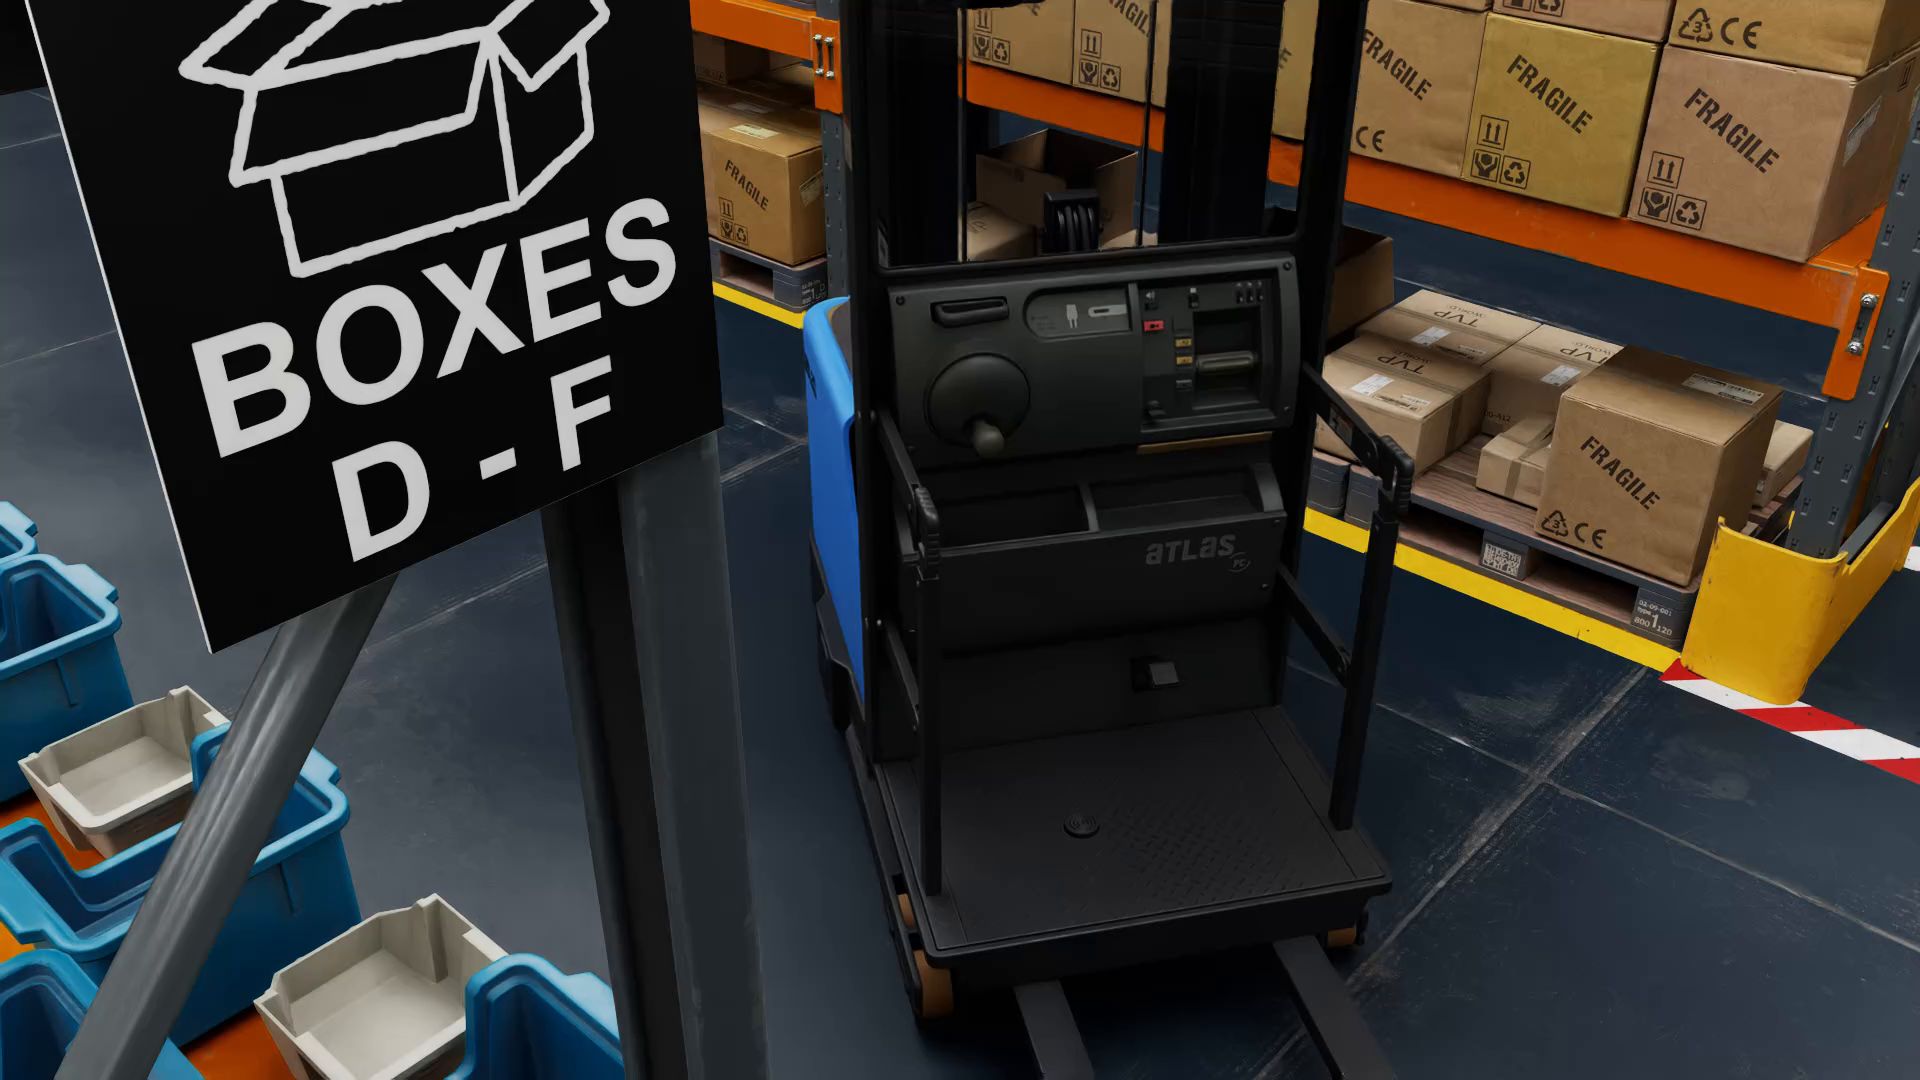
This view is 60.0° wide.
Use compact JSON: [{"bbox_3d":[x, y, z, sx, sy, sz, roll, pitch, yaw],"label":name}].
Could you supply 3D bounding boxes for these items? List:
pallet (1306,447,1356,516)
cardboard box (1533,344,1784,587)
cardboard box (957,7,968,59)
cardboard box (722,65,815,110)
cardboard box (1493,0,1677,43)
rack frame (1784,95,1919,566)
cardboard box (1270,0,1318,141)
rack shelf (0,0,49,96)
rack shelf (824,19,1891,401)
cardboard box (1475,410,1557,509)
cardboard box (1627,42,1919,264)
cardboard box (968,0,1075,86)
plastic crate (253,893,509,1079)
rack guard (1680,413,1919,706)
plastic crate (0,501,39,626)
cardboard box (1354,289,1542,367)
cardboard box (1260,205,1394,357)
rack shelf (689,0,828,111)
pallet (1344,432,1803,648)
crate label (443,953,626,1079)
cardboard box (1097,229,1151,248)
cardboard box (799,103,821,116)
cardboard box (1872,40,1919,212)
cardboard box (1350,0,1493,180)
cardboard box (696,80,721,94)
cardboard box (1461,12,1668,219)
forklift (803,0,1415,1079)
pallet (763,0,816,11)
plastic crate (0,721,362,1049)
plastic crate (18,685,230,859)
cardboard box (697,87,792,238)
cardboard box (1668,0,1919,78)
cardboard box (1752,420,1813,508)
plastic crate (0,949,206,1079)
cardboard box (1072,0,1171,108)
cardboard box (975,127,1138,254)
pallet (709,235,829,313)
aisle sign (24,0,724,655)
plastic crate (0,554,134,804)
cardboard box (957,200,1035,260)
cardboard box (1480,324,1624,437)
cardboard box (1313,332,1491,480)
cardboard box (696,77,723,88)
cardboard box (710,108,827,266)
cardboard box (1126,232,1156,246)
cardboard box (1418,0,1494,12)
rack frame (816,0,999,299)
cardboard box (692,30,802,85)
[{"bbox_3d":[1.219,-0.566,6.486,1.213,0.211,1.003,25,39,35],"label":"pallet"},{"bbox_3d":[2.199,-0.248,5.251,0.500,0.500,0.500,25,39,35],"label":"cardboard box"},{"bbox_3d":[-0.004,-2.183,6.371,0.500,0.500,0.500,26,40,36],"label":"cardboard box"},{"bbox_3d":[-0.797,-1.979,8.127,0.500,0.500,0.500,26,39,36],"label":"cardboard box"},{"bbox_3d":[1.877,-1.731,4.651,0.500,0.500,0.500,26,40,36],"label":"cardboard box"},{"bbox_3d":[2.767,-1.037,4.564,0.127,3.000,1.000,25,39,35],"label":"rack frame"},{"bbox_3d":[1.126,-1.658,5.498,0.500,0.500,0.500,24,39,34],"label":"cardboard box"},{"bbox_3d":[-2.042,-0.813,1.981,4.000,0.370,1.077,25,39,35],"label":"rack shelf"},{"bbox_3d":[1.284,-1.421,5.899,4.000,0.370,1.077,25,39,35],"label":"rack shelf"},{"bbox_3d":[1.959,-0.280,5.627,0.250,0.166,0.380,25,39,35],"label":"cardboard box"},{"bbox_3d":[2.252,-1.130,4.622,0.500,0.500,0.500,26,40,36],"label":"cardboard box"},{"bbox_3d":[0.378,-2.007,6.079,0.500,0.500,0.500,26,40,36],"label":"cardboard box"},{"bbox_3d":[-0.704,0.590,2.060,0.298,0.136,0.250,25,39,35],"label":"plastic crate"},{"bbox_3d":[2.711,0.008,5.252,0.348,0.500,1.175,25,39,35],"label":"rack guard"},{"bbox_3d":[-1.720,0.131,2.728,0.300,0.233,0.416,25,39,35],"label":"plastic crate"},{"bbox_3d":[1.813,-0.690,6.227,0.500,0.250,0.500,25,39,35],"label":"cardboard box"},{"bbox_3d":[1.198,-0.892,6.317,0.637,0.503,0.797,25,39,35],"label":"cardboard box"},{"bbox_3d":[-1.681,-2.805,8.198,4.000,0.370,1.077,25,39,35],"label":"rack shelf"},{"bbox_3d":[2.119,-0.144,5.784,1.213,0.211,1.003,25,39,35],"label":"pallet"},{"bbox_3d":[-0.522,0.691,1.798,0.303,0.233,0.416,25,39,35],"label":"crate label"},{"bbox_3d":[0.732,-1.192,7.160,0.250,0.149,0.380,25,39,35],"label":"cardboard box"},{"bbox_3d":[-0.394,-1.799,7.827,0.500,0.500,0.500,23,38,33],"label":"cardboard box"},{"bbox_3d":[2.615,-1.334,4.960,0.500,0.500,0.500,26,40,36],"label":"cardboard box"},{"bbox_3d":[1.499,-1.483,5.209,0.500,0.500,0.500,25,39,35],"label":"cardboard box"},{"bbox_3d":[-1.489,-1.948,8.074,0.500,0.500,0.500,26,39,36],"label":"cardboard box"},{"bbox_3d":[1.865,-1.309,4.918,0.500,0.500,0.500,25,39,35],"label":"cardboard box"},{"bbox_3d":[0.357,-0.353,3.495,1.130,2.935,3.031,-7,32,-11],"label":"forklift"},{"bbox_3d":[-0.718,-2.657,7.441,1.213,0.211,1.003,25,39,35],"label":"pallet"},{"bbox_3d":[-1.010,0.463,2.176,0.300,0.233,0.416,25,39,35],"label":"plastic crate"},{"bbox_3d":[-1.207,0.355,2.450,0.298,0.136,0.250,25,39,35],"label":"plastic crate"},{"bbox_3d":[-1.118,-1.774,7.786,0.500,0.500,0.500,25,39,35],"label":"cardboard box"},{"bbox_3d":[2.253,-1.557,4.361,0.500,0.500,0.500,25,39,35],"label":"cardboard box"},{"bbox_3d":[2.687,-0.280,5.644,0.250,0.149,0.380,25,39,35],"label":"cardboard box"},{"bbox_3d":[-0.933,0.771,1.469,0.499,0.435,0.616,25,39,35],"label":"plastic crate"},{"bbox_3d":[0.748,-1.833,5.790,0.500,0.500,0.500,25,39,35],"label":"cardboard box"},{"bbox_3d":[0.414,-1.450,7.247,0.500,0.500,0.500,25,39,35],"label":"cardboard box"},{"bbox_3d":[-0.827,-1.493,8.026,1.213,0.211,1.003,25,39,35],"label":"pallet"},{"bbox_3d":[-0.307,-0.346,0.896,0.004,0.787,0.394,25,39,35],"label":"aisle sign"},{"bbox_3d":[-1.498,0.235,2.555,0.300,0.233,0.416,25,39,35],"label":"plastic crate"},{"bbox_3d":[-0.033,-1.229,7.064,0.500,0.311,0.500,25,39,35],"label":"cardboard box"},{"bbox_3d":[2.184,-0.517,5.939,0.500,0.250,0.500,25,39,35],"label":"cardboard box"},{"bbox_3d":[1.514,-0.481,5.881,0.500,0.250,0.500,25,39,35],"label":"cardboard box"},{"bbox_3d":[-1.162,-2.155,8.419,0.500,0.500,0.500,26,39,36],"label":"cardboard box"},{"bbox_3d":[-0.757,-1.600,7.496,0.500,0.500,0.500,25,39,35],"label":"cardboard box"},{"bbox_3d":[0.970,-1.109,6.865,0.500,0.311,0.500,25,39,35],"label":"cardboard box"},{"bbox_3d":[1.490,-1.909,4.946,0.500,0.500,0.500,26,40,36],"label":"cardboard box"},{"bbox_3d":[-0.199,-2.421,6.863,0.127,3.000,1.000,25,39,35],"label":"rack frame"},{"bbox_3d":[-1.135,-2.466,8.209,0.500,0.250,0.500,25,39,35],"label":"cardboard box"}]
